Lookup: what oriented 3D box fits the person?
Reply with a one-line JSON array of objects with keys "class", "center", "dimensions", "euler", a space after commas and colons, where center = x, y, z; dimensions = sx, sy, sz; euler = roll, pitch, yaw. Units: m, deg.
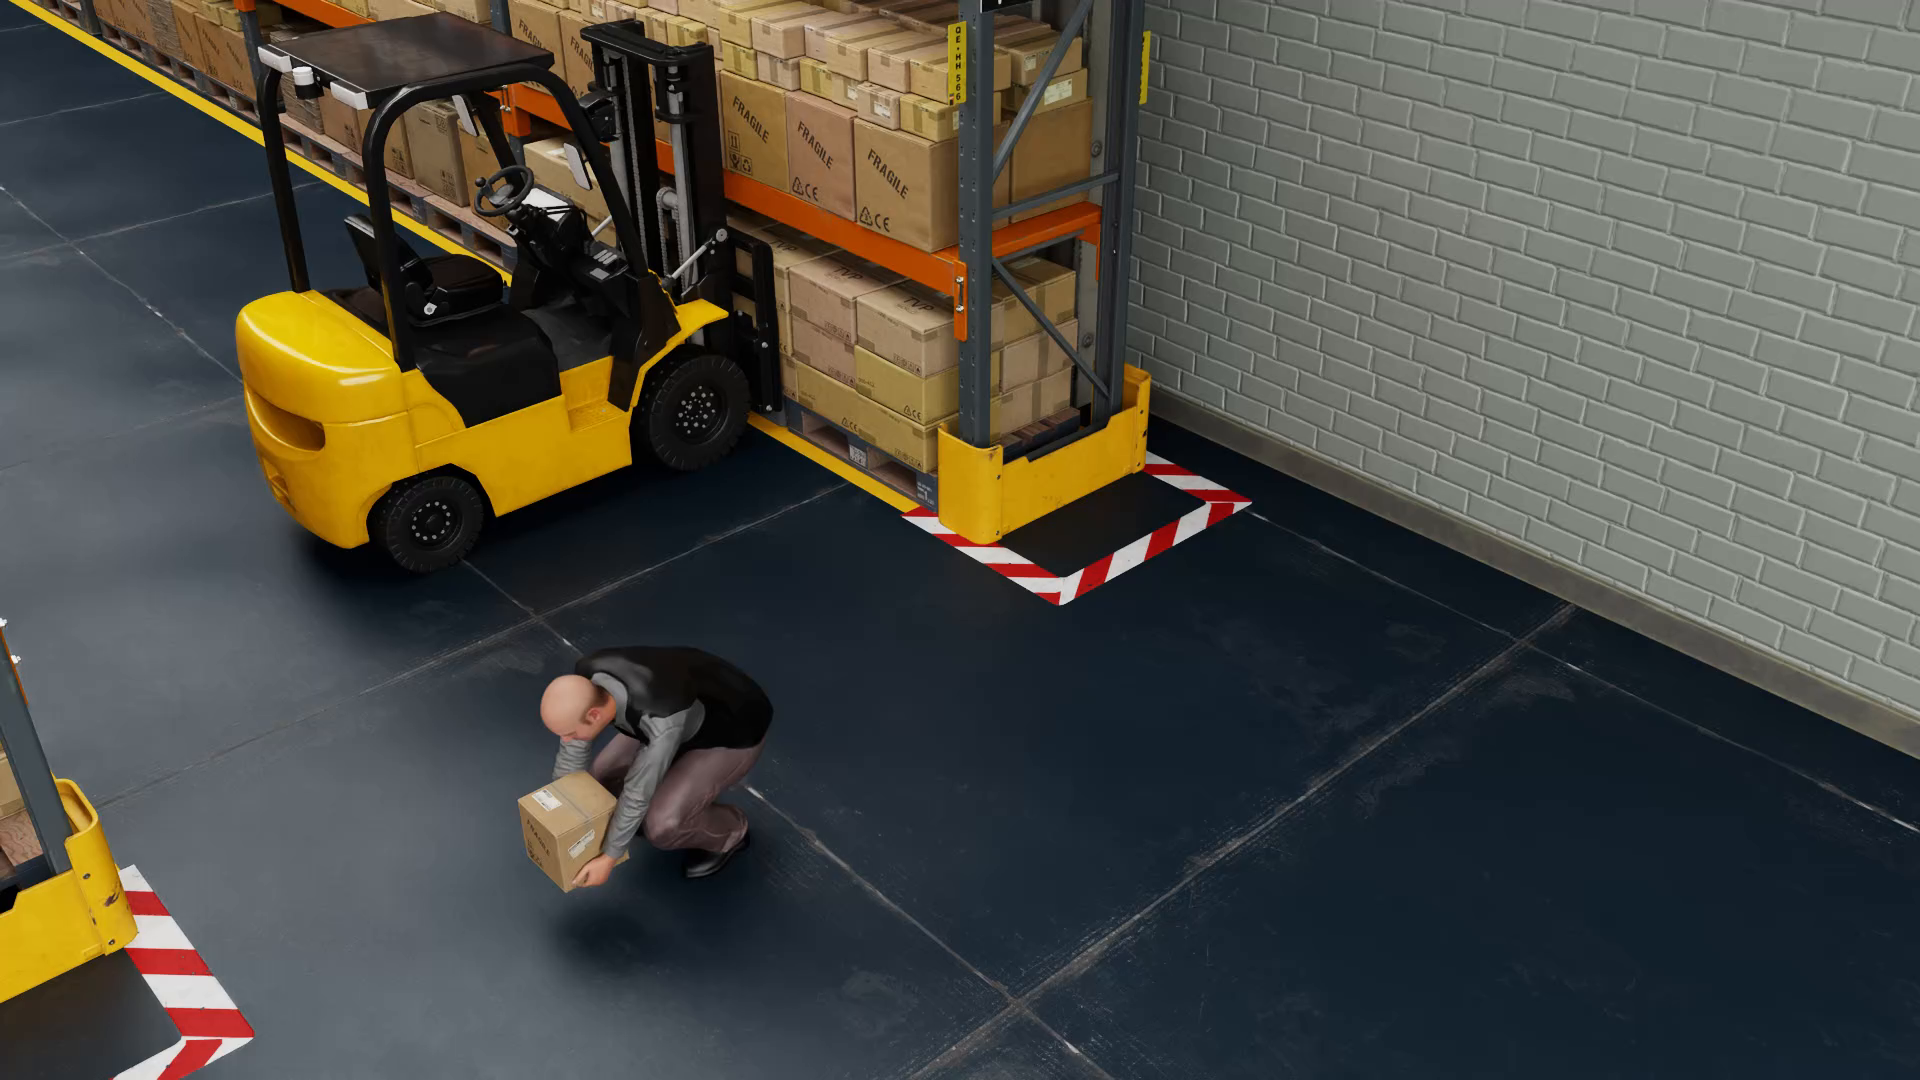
[{"class": "person", "center": [-1.050, 0.731, 5.708], "dimensions": [0.875, 0.960, 0.516], "euler": [-27, 41, -36]}]
